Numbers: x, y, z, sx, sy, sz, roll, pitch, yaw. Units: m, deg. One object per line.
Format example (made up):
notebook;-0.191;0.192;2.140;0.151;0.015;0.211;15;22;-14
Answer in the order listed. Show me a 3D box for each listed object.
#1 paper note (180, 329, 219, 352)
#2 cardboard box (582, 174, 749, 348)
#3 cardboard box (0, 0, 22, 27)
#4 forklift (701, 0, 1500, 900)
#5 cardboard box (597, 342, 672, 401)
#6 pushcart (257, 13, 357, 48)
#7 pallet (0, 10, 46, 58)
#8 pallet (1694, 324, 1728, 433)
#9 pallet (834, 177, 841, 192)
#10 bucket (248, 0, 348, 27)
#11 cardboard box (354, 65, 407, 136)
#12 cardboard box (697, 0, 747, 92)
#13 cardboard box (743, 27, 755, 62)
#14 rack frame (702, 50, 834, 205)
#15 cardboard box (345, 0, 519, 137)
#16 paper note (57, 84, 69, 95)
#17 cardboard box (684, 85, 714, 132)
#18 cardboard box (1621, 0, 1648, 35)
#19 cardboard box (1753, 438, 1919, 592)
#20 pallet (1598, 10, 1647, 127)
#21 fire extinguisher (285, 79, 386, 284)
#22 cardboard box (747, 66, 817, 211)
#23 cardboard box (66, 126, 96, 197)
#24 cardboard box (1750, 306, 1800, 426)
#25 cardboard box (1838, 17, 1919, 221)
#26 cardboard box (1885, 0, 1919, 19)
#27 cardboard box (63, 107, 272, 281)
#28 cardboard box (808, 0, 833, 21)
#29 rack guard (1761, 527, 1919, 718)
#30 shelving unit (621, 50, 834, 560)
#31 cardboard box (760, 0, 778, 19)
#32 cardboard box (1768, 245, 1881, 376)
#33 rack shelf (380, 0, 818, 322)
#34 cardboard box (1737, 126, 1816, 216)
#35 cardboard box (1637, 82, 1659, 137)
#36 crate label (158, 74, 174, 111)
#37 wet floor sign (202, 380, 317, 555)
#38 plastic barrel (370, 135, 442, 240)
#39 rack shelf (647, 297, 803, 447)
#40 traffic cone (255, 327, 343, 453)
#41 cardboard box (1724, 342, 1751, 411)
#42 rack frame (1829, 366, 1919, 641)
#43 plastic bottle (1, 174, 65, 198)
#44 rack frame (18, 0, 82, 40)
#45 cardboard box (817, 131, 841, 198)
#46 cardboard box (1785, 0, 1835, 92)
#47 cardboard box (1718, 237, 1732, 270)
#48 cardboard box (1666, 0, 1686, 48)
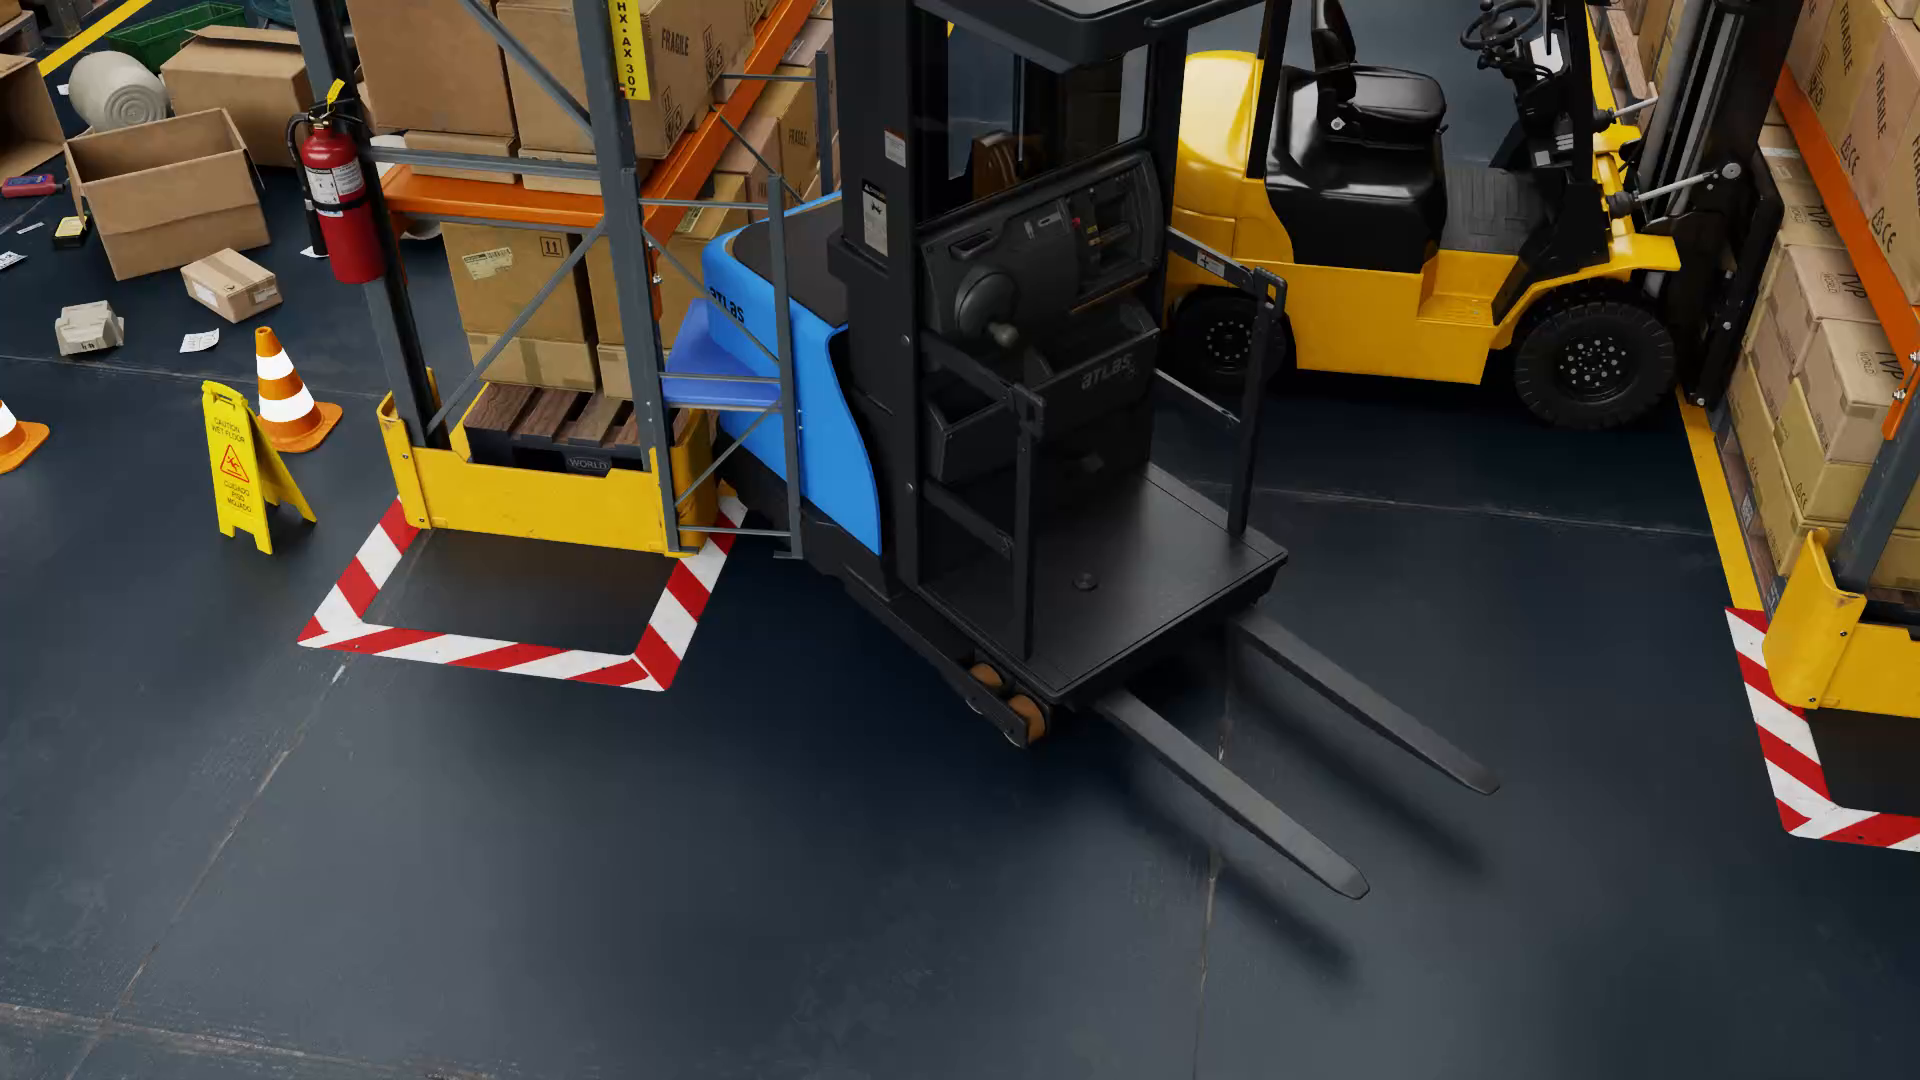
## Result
paper note;-3.331;-0.876;7.286;0.148;0.019;0.142;-6;40;-8
cardboard box;-1.119;-1.089;6.453;0.500;0.500;0.500;5;40;6
cardboard box;-5.913;-3.156;9.051;0.875;0.875;0.875;7;40;8
forklift;0.403;-0.822;4.944;1.130;2.935;3.031;-28;47;-30
cardboard box;-1.122;-0.785;6.674;0.500;0.250;0.500;6;40;7
pushcart;-3.096;-2.927;9.494;1.648;0.377;0.936;-6;40;-8
pallet;-5.943;-2.657;9.298;1.003;0.211;1.213;6;40;8
pallet;3.660;-0.836;7.095;1.003;0.211;1.213;6;40;8
pallet;-1.132;-1.450;7.838;1.003;0.211;1.213;6;40;8
bucket;-3.488;-3.185;9.124;0.726;0.611;0.620;20;34;23
cardboard box;-3.097;-2.390;8.932;0.258;0.266;0.396;-20;44;-23
cardboard box;-1.093;-1.953;5.946;0.500;0.500;0.500;8;40;9
cardboard box;-1.015;-1.939;6.438;0.380;0.149;0.250;7;40;9
rack frame;-0.730;-1.165;6.419;0.500;1.500;0.032;3;38;3
cardboard box;-1.712;-1.732;5.679;0.500;0.500;0.500;6;40;7
paper note;-4.959;-2.534;9.291;0.147;0.020;0.142;-20;44;-23
cardboard box;-1.116;-1.619;6.051;0.380;0.149;0.250;5;40;6
cardboard box;4.269;-3.234;9.342;0.875;0.625;0.625;6;40;7
cardboard box;3.125;-0.094;5.838;0.500;0.250;0.500;7;40;8
pallet;4.137;-2.565;9.187;1.003;0.211;1.213;6;40;8
fire extinguisher;-2.008;-1.157;5.356;0.296;0.674;0.183;6;40;8
cardboard box;-0.938;-1.732;7.231;0.500;0.500;0.500;7;40;9
cardboard box;-4.218;-1.865;8.297;0.396;0.266;0.258;13;41;15
cardboard box;3.229;-0.611;6.071;0.500;0.250;0.500;6;40;7
cardboard box;3.281;-1.363;5.467;0.500;0.500;0.500;8;40;9
cardboard box;3.313;-1.846;5.542;0.380;0.149;0.250;5;40;6
cardboard box;-3.724;-1.627;7.823;0.797;0.503;0.637;-20;44;-23
cardboard box;-0.766;-2.389;8.025;0.500;0.500;0.500;7;40;8
rack guard;3.351;0.316;5.476;1.175;0.500;0.348;6;40;8
shelving unit;-0.770;-0.855;6.018;0.538;1.500;1.048;3;38;3
cardboard box;-0.954;-2.274;6.843;0.380;0.149;0.250;5;40;6
cardboard box;3.210;-0.795;5.901;0.500;0.250;0.500;7;40;8
rack shelf;-1.188;-2.185;7.104;1.077;0.370;4.000;6;40;8
cardboard box;3.383;-1.429;6.669;0.500;0.250;0.500;6;40;7
cardboard box;3.638;-2.008;8.153;0.500;0.250;0.500;7;40;8
crate label;-4.272;-2.501;9.167;0.298;0.136;0.250;-20;44;-23
wet floor sign;-2.621;-0.299;6.105;0.267;0.644;0.232;20;44;23
plastic barrel;-2.668;-1.678;7.947;0.421;0.421;0.512;-28;47;-30
rack shelf;-0.771;-0.713;6.128;0.538;0.185;1.000;3;38;3
traffic cone;-2.730;-0.642;6.663;0.336;0.463;0.334;6;40;8
cardboard box;3.316;-0.718;6.593;0.500;0.250;0.500;7;40;8
rack frame;3.355;-0.663;4.697;1.000;3.000;0.127;6;40;8
plastic bottle;-4.645;-1.781;8.356;0.283;0.061;0.133;-6;40;-8
rack frame;-5.735;-4.200;8.976;1.000;3.000;0.127;6;40;8
cardboard box;-0.854;-1.765;7.860;0.500;0.250;0.500;7;40;8
cardboard box;3.445;-2.002;6.239;0.500;0.500;0.500;7;40;8
cardboard box;3.388;-1.251;6.845;0.500;0.250;0.500;6;40;8
cardboard box;3.655;-2.391;7.832;0.500;0.250;0.500;6;40;7
